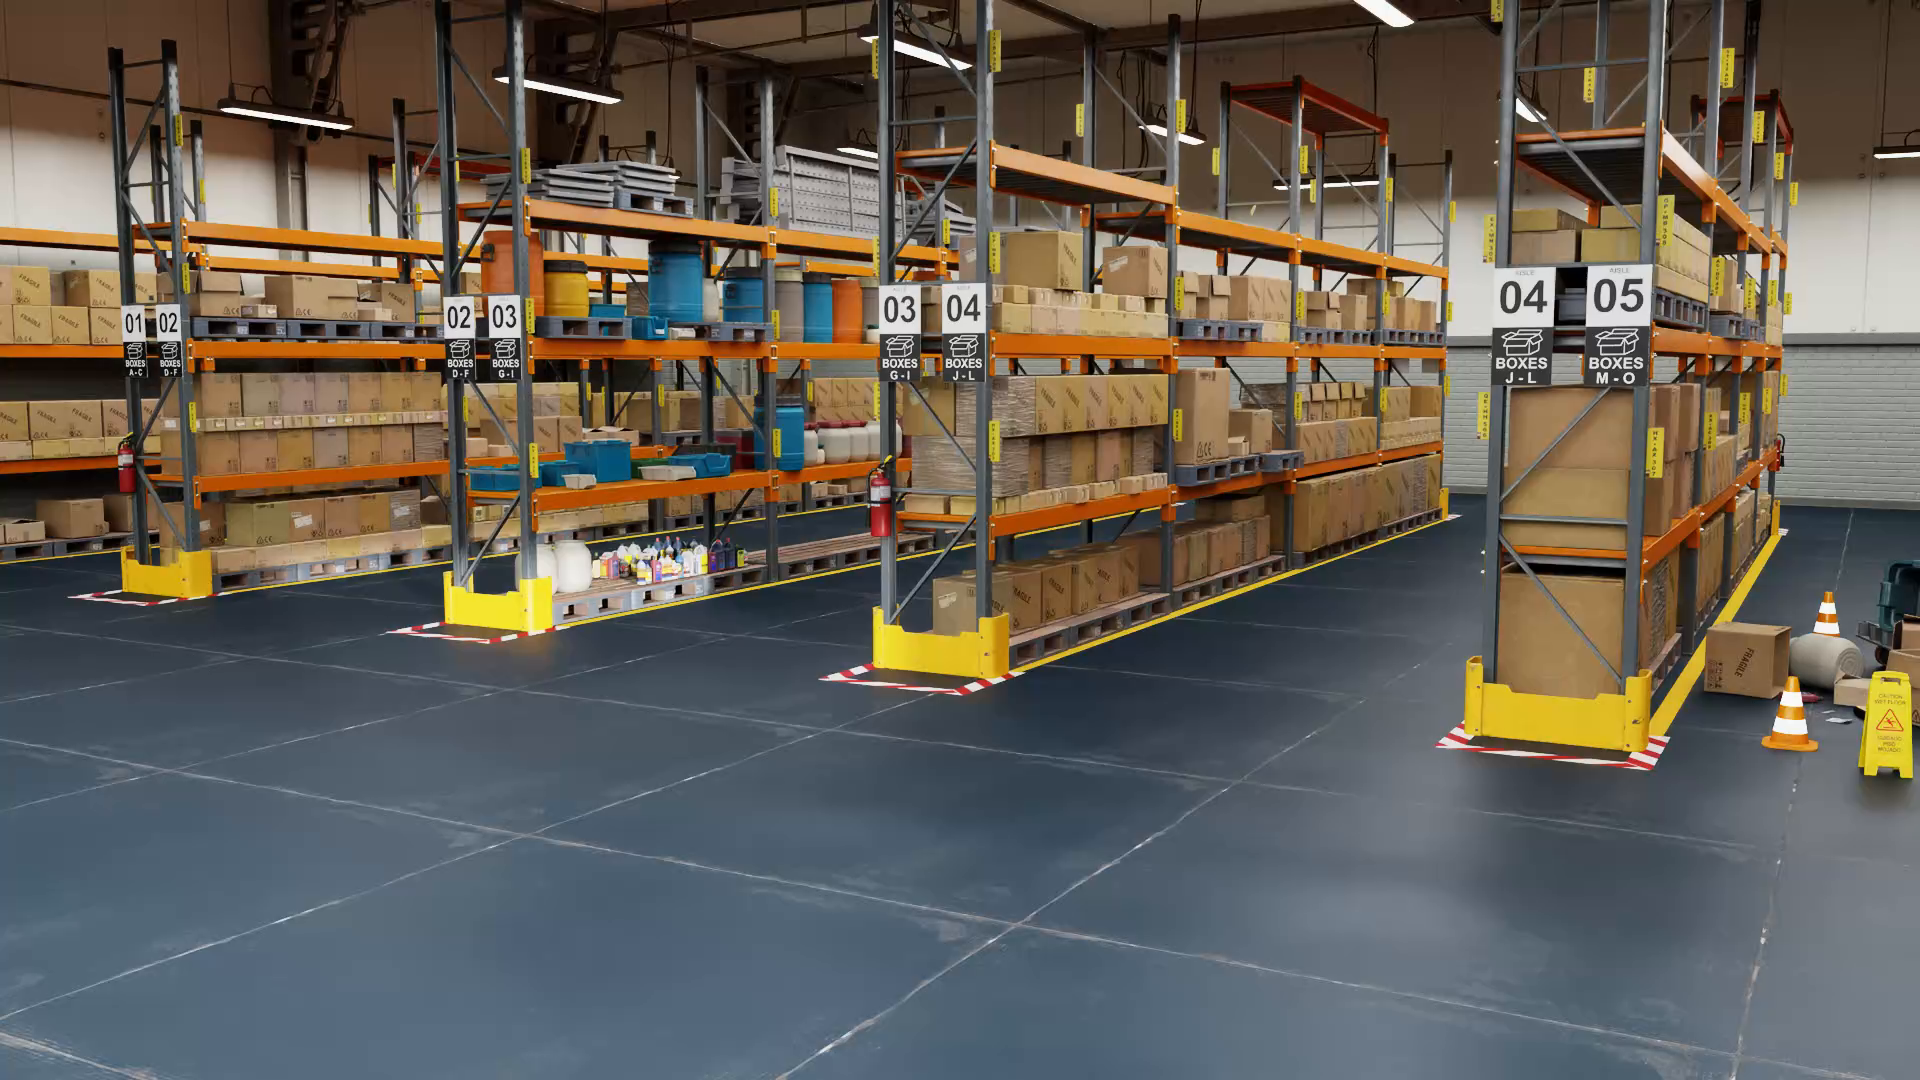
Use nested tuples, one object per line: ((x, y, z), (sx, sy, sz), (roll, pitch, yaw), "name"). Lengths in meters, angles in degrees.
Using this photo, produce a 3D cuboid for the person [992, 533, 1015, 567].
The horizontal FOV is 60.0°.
((0.419, -0.165, 17.999), (0.515, 1.688, 0.330), (5, 8, 39), "person")
